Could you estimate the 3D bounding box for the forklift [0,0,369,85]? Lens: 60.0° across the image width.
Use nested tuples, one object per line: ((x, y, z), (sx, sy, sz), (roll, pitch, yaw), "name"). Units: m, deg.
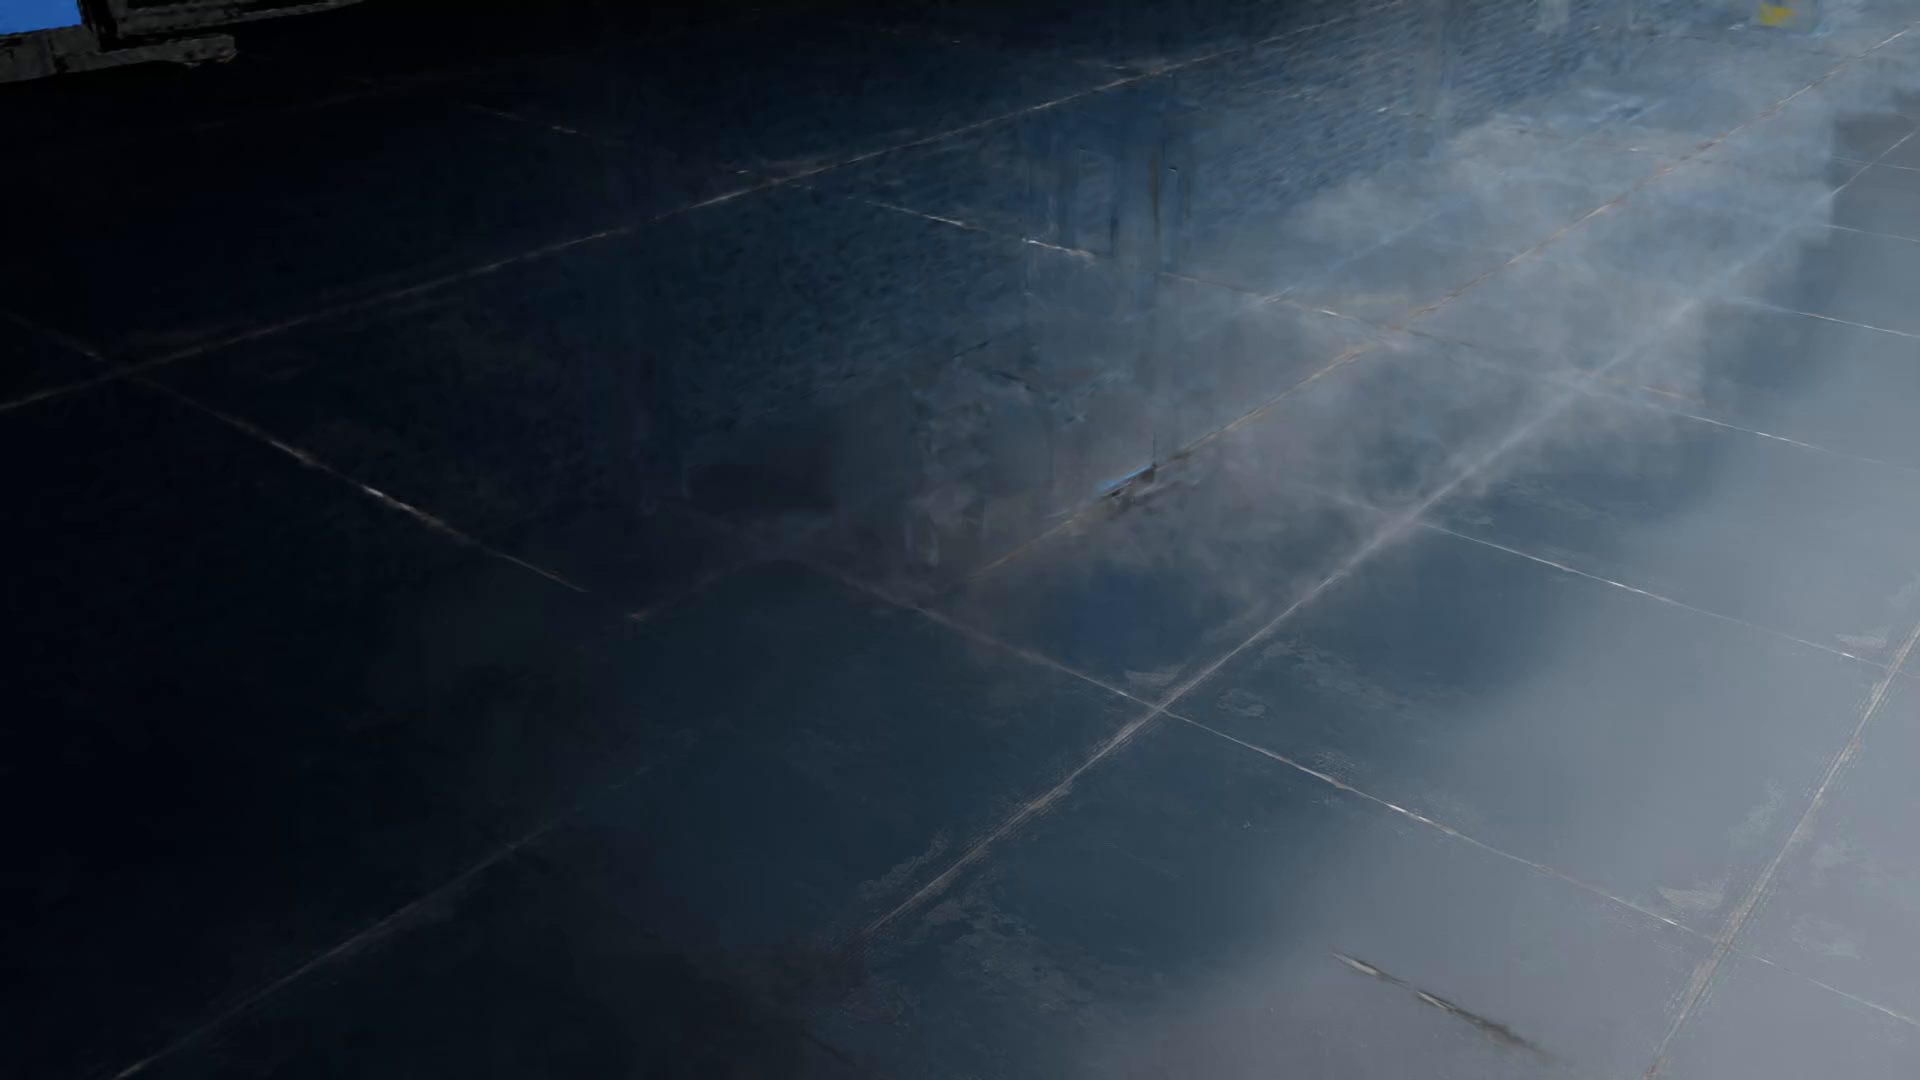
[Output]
((1.216, -1.830, 11.230), (1.130, 2.935, 3.031), (23, 35, 37), "forklift")
